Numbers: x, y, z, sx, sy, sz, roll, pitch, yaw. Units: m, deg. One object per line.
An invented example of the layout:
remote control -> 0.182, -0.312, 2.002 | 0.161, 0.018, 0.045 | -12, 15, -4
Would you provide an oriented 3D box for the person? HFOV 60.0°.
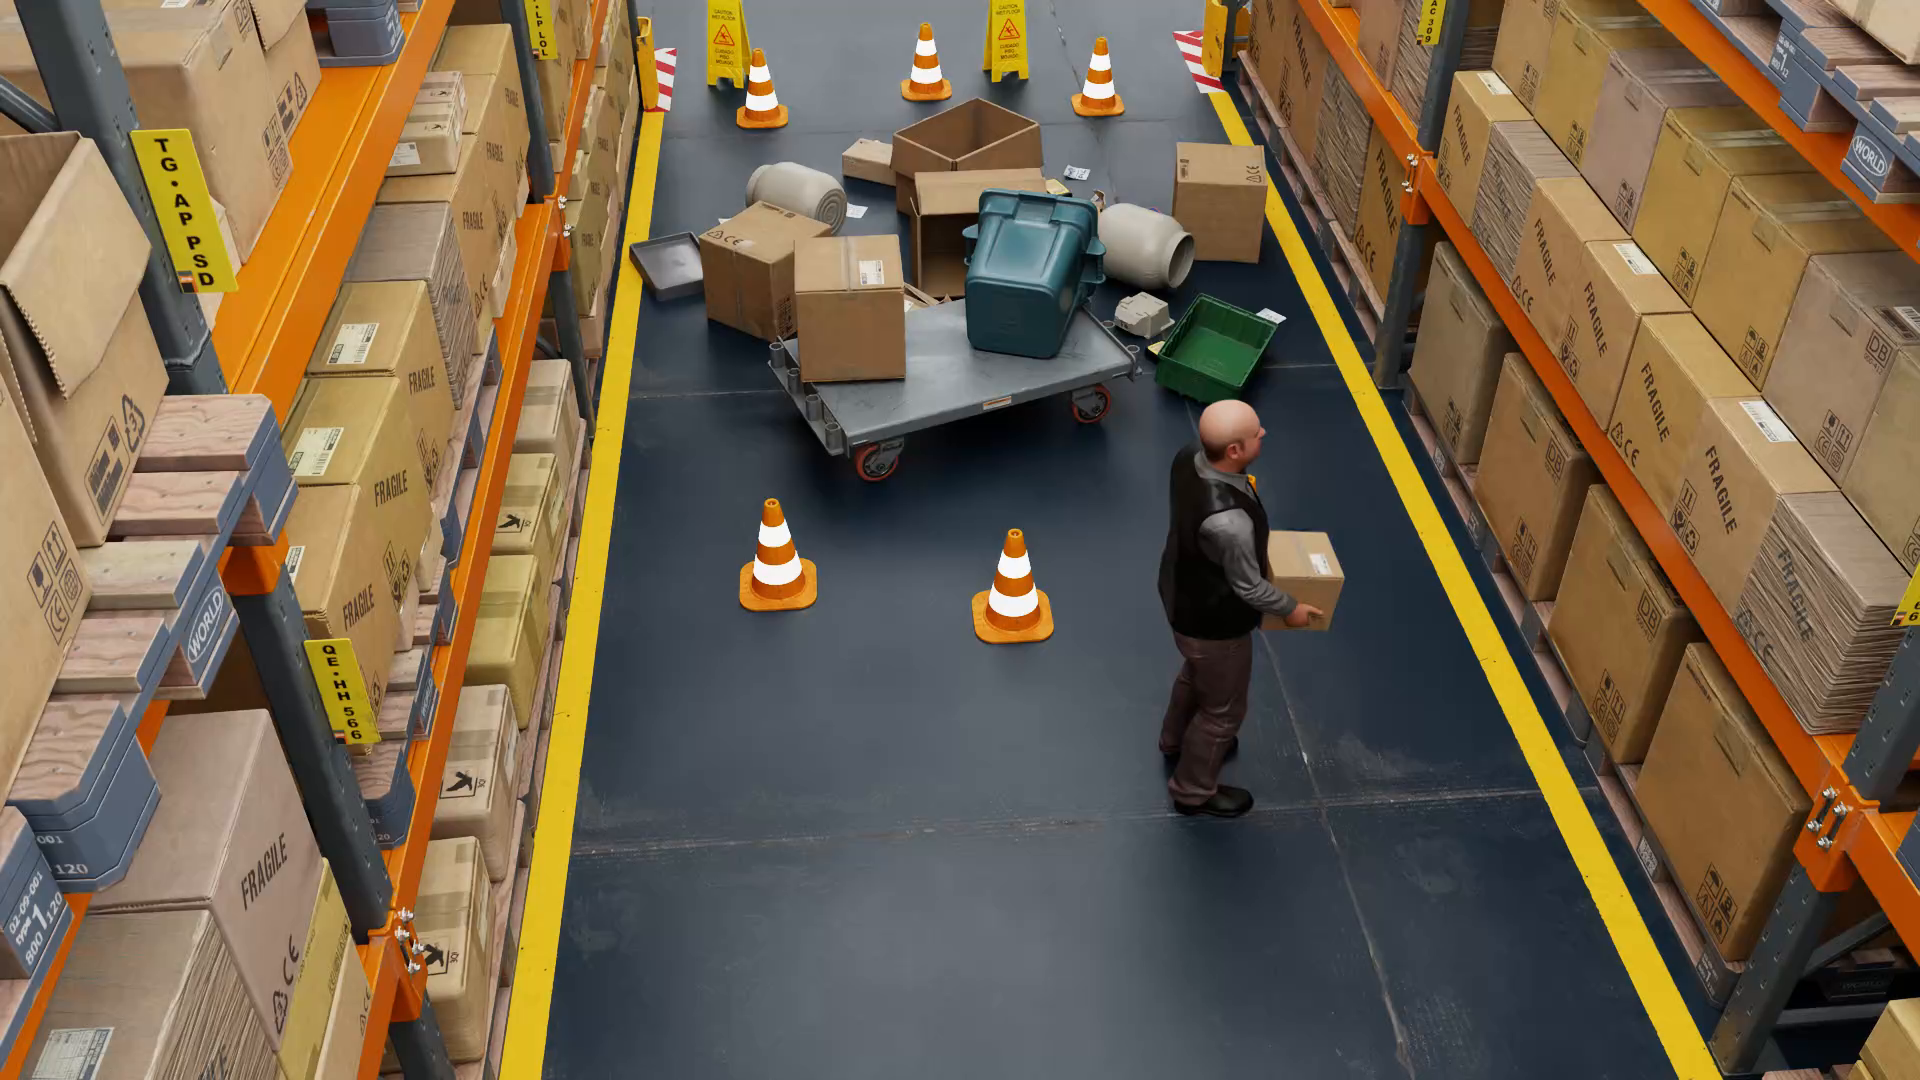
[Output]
person -> 0.975, 0.234, 5.880 | 0.535, 1.726, 0.521 | -3, 39, -4
